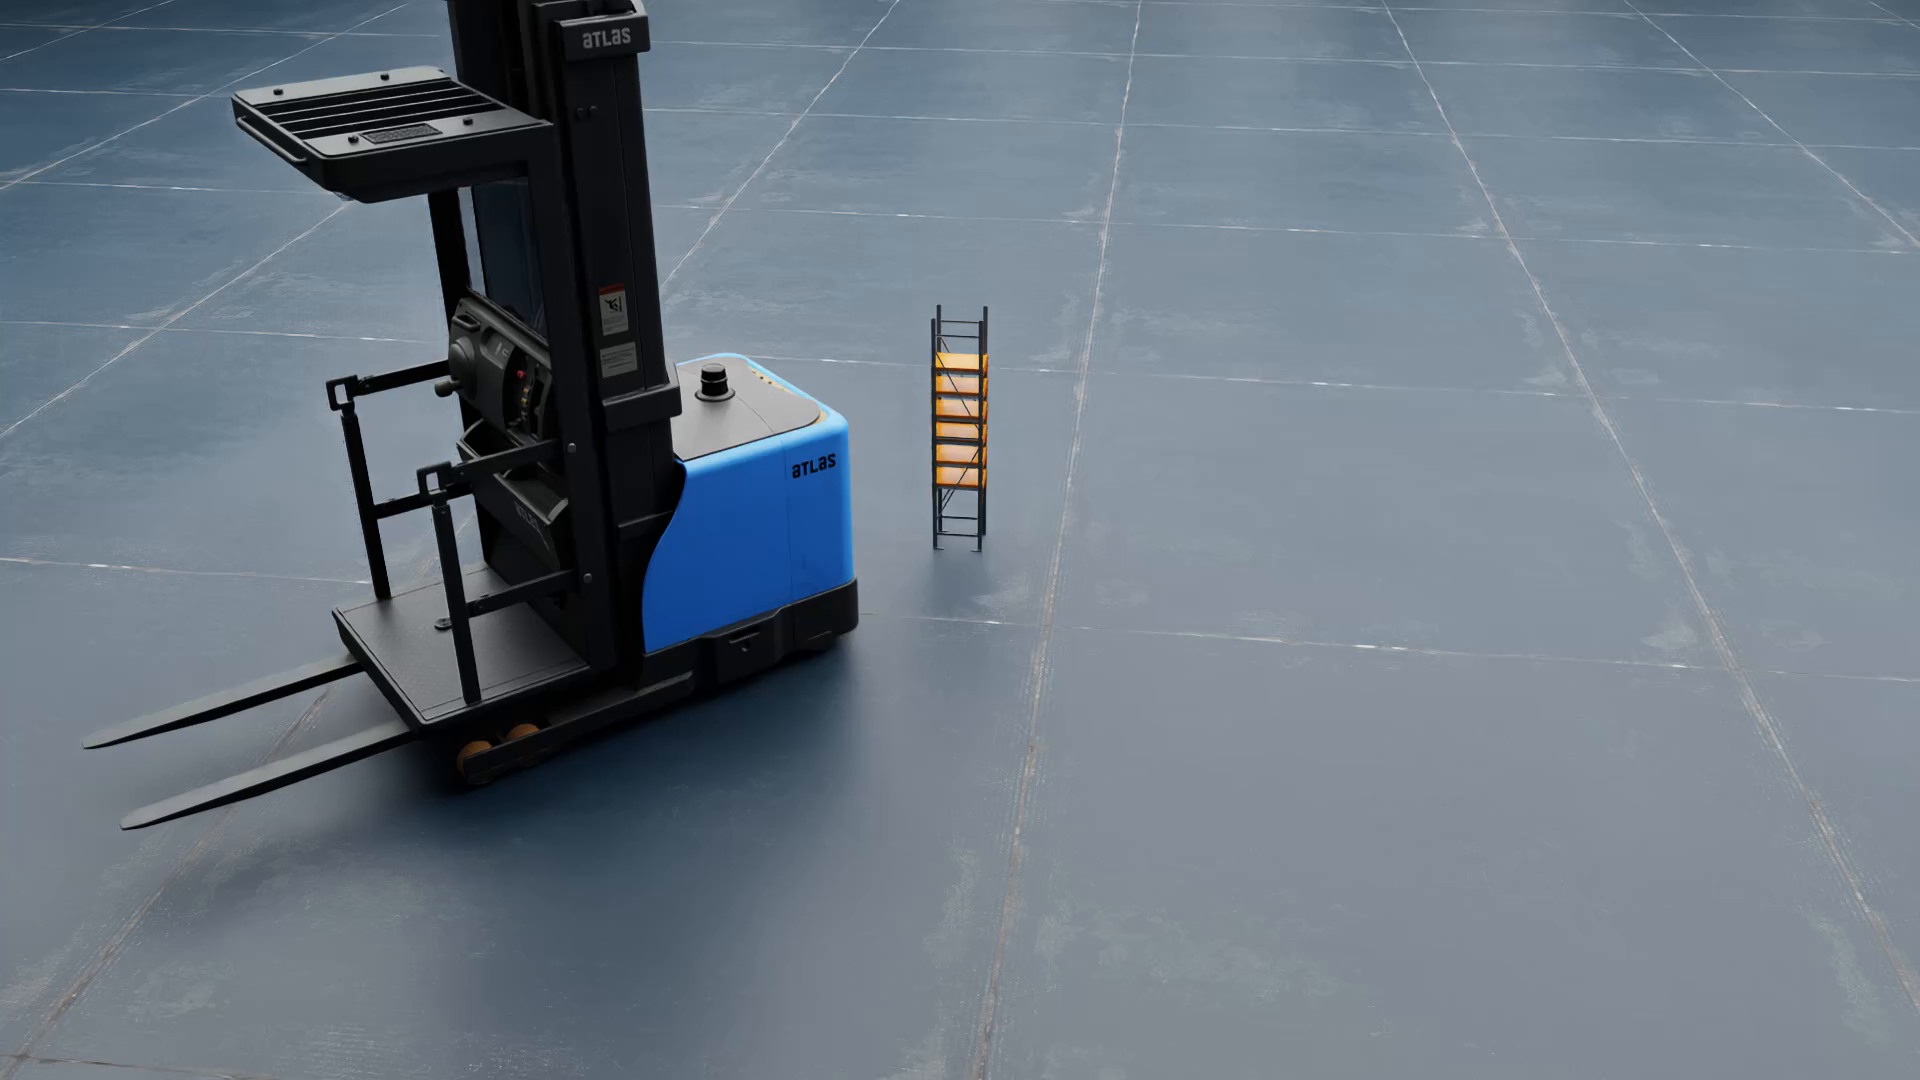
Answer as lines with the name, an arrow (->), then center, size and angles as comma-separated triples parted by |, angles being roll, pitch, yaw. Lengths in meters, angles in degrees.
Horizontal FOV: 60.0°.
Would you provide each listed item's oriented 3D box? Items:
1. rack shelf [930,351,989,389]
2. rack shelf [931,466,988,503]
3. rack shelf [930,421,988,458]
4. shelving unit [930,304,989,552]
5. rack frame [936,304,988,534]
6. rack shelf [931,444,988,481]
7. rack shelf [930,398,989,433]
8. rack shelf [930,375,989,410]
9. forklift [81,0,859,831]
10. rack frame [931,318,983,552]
rack shelf -> -0.002, -0.799, 7.803 | 0.258, 0.103, 0.180 | 3, 28, 6
rack shelf -> -0.002, -0.271, 8.088 | 0.258, 0.103, 0.180 | 3, 28, 6
rack shelf -> -0.002, -0.482, 7.974 | 0.258, 0.103, 0.180 | 3, 28, 6
shelving unit -> -0.002, -0.521, 7.953 | 0.258, 1.200, 0.189 | 3, 28, 6
rack frame -> 0.009, -0.564, 8.033 | 0.240, 1.200, 0.006 | 3, 28, 6
rack shelf -> -0.002, -0.377, 8.031 | 0.258, 0.103, 0.180 | 3, 28, 6
rack shelf -> -0.002, -0.588, 7.917 | 0.258, 0.103, 0.180 | 3, 28, 6
rack shelf -> -0.002, -0.694, 7.860 | 0.258, 0.103, 0.180 | 3, 28, 6
forklift -> -1.940, -0.623, 6.315 | 3.031, 2.935, 1.130 | -19, 34, -31
rack frame -> -0.013, -0.478, 7.873 | 0.240, 1.200, 0.006 | 3, 28, 6
